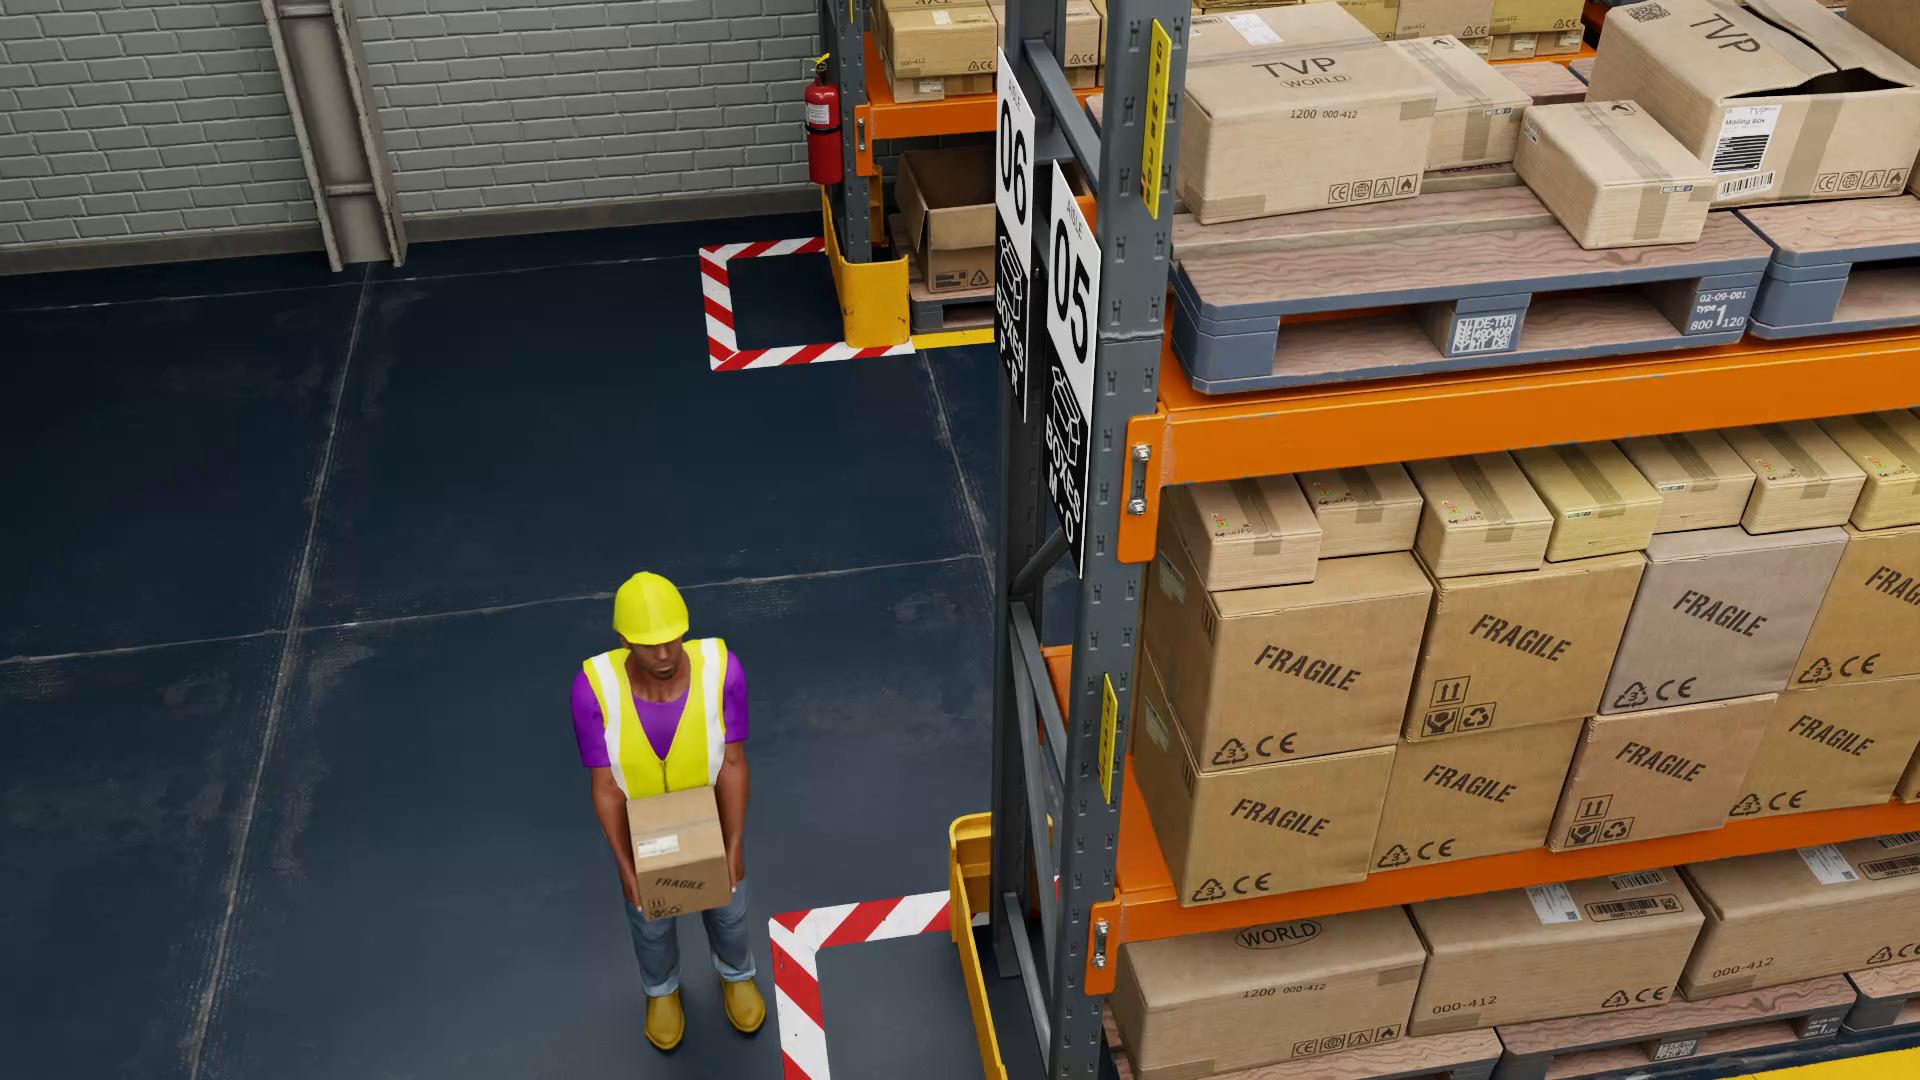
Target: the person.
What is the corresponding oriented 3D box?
[{"bbox_3d":[-0.872,0.895,5.003,0.523,1.772,0.560,-2,38,-3],"label":"person"}]
